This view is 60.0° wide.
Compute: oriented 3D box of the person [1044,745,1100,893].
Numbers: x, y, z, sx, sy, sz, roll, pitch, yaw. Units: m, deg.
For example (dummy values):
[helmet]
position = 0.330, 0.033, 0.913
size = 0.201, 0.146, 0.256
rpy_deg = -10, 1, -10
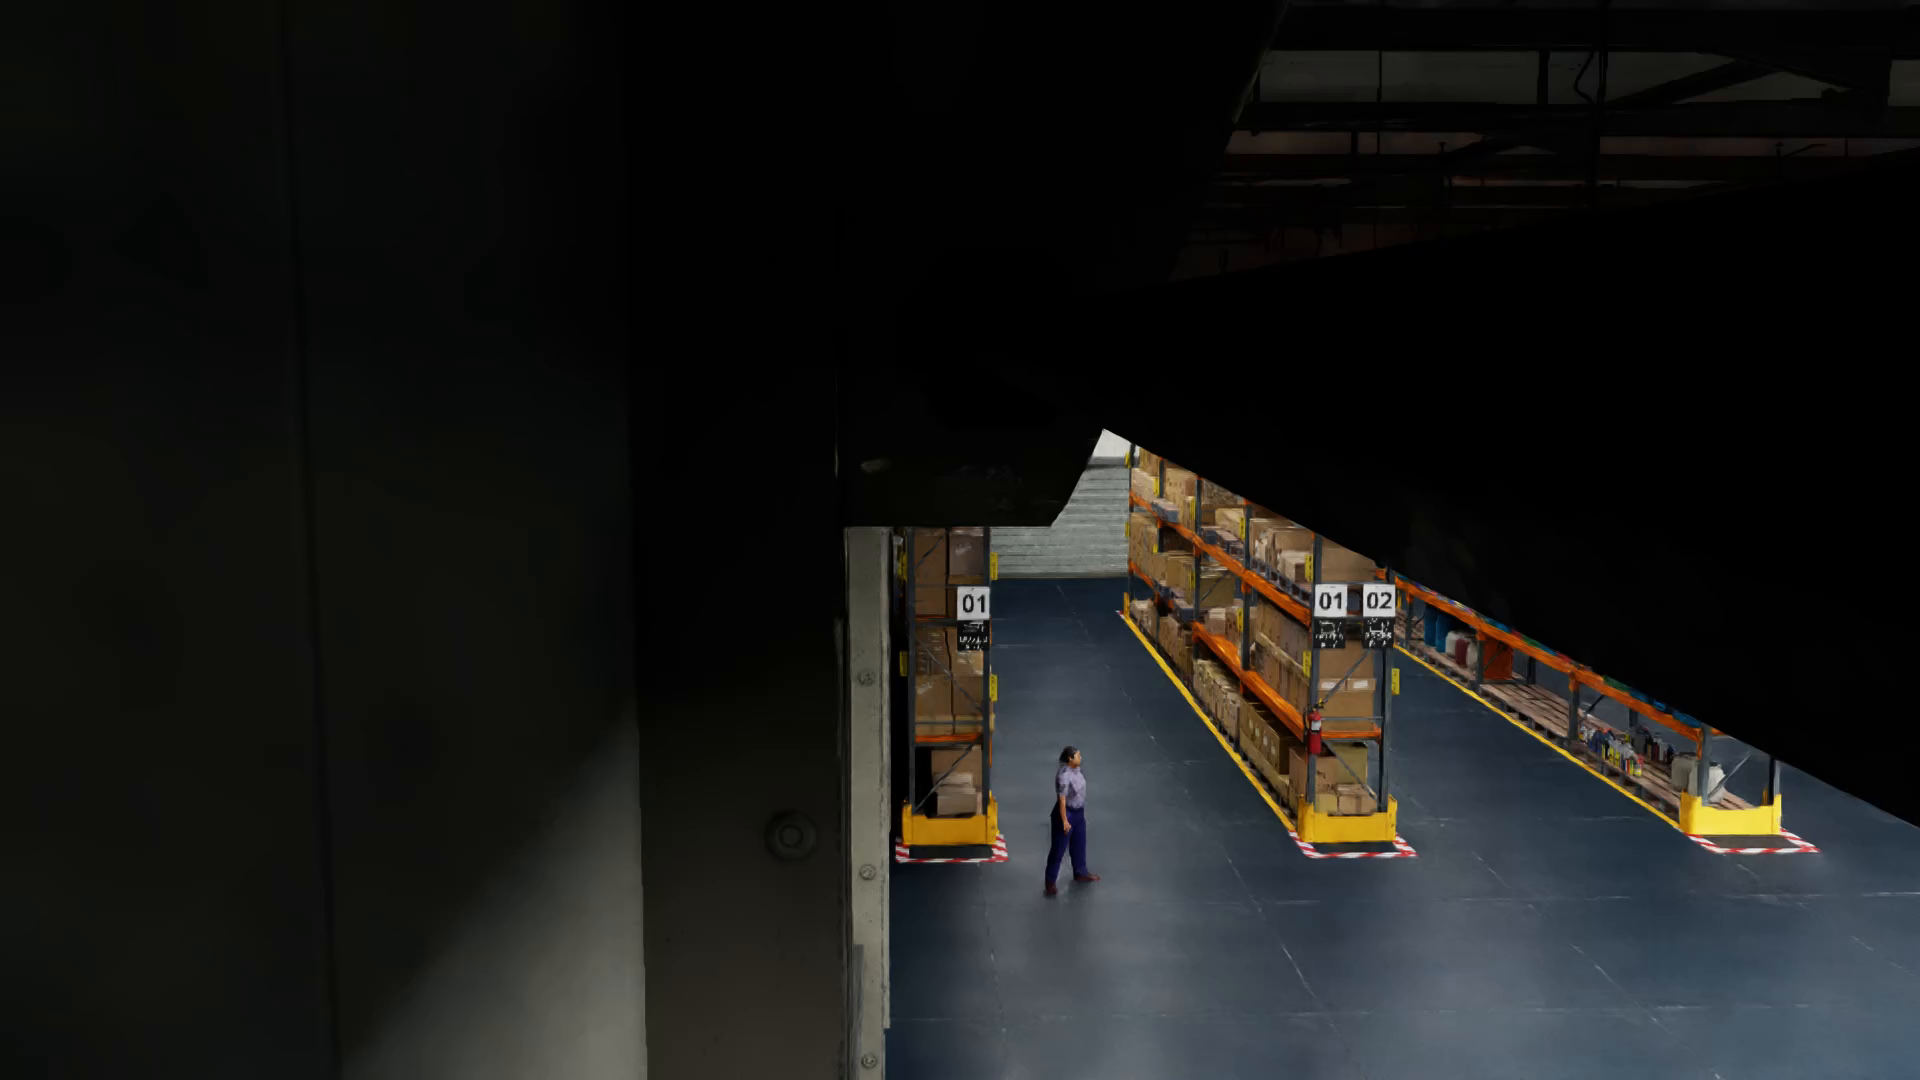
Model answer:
[person]
position = 1.244, 3.111, 18.784
size = 0.493, 1.646, 0.695
rpy_deg = 4, 8, 26
